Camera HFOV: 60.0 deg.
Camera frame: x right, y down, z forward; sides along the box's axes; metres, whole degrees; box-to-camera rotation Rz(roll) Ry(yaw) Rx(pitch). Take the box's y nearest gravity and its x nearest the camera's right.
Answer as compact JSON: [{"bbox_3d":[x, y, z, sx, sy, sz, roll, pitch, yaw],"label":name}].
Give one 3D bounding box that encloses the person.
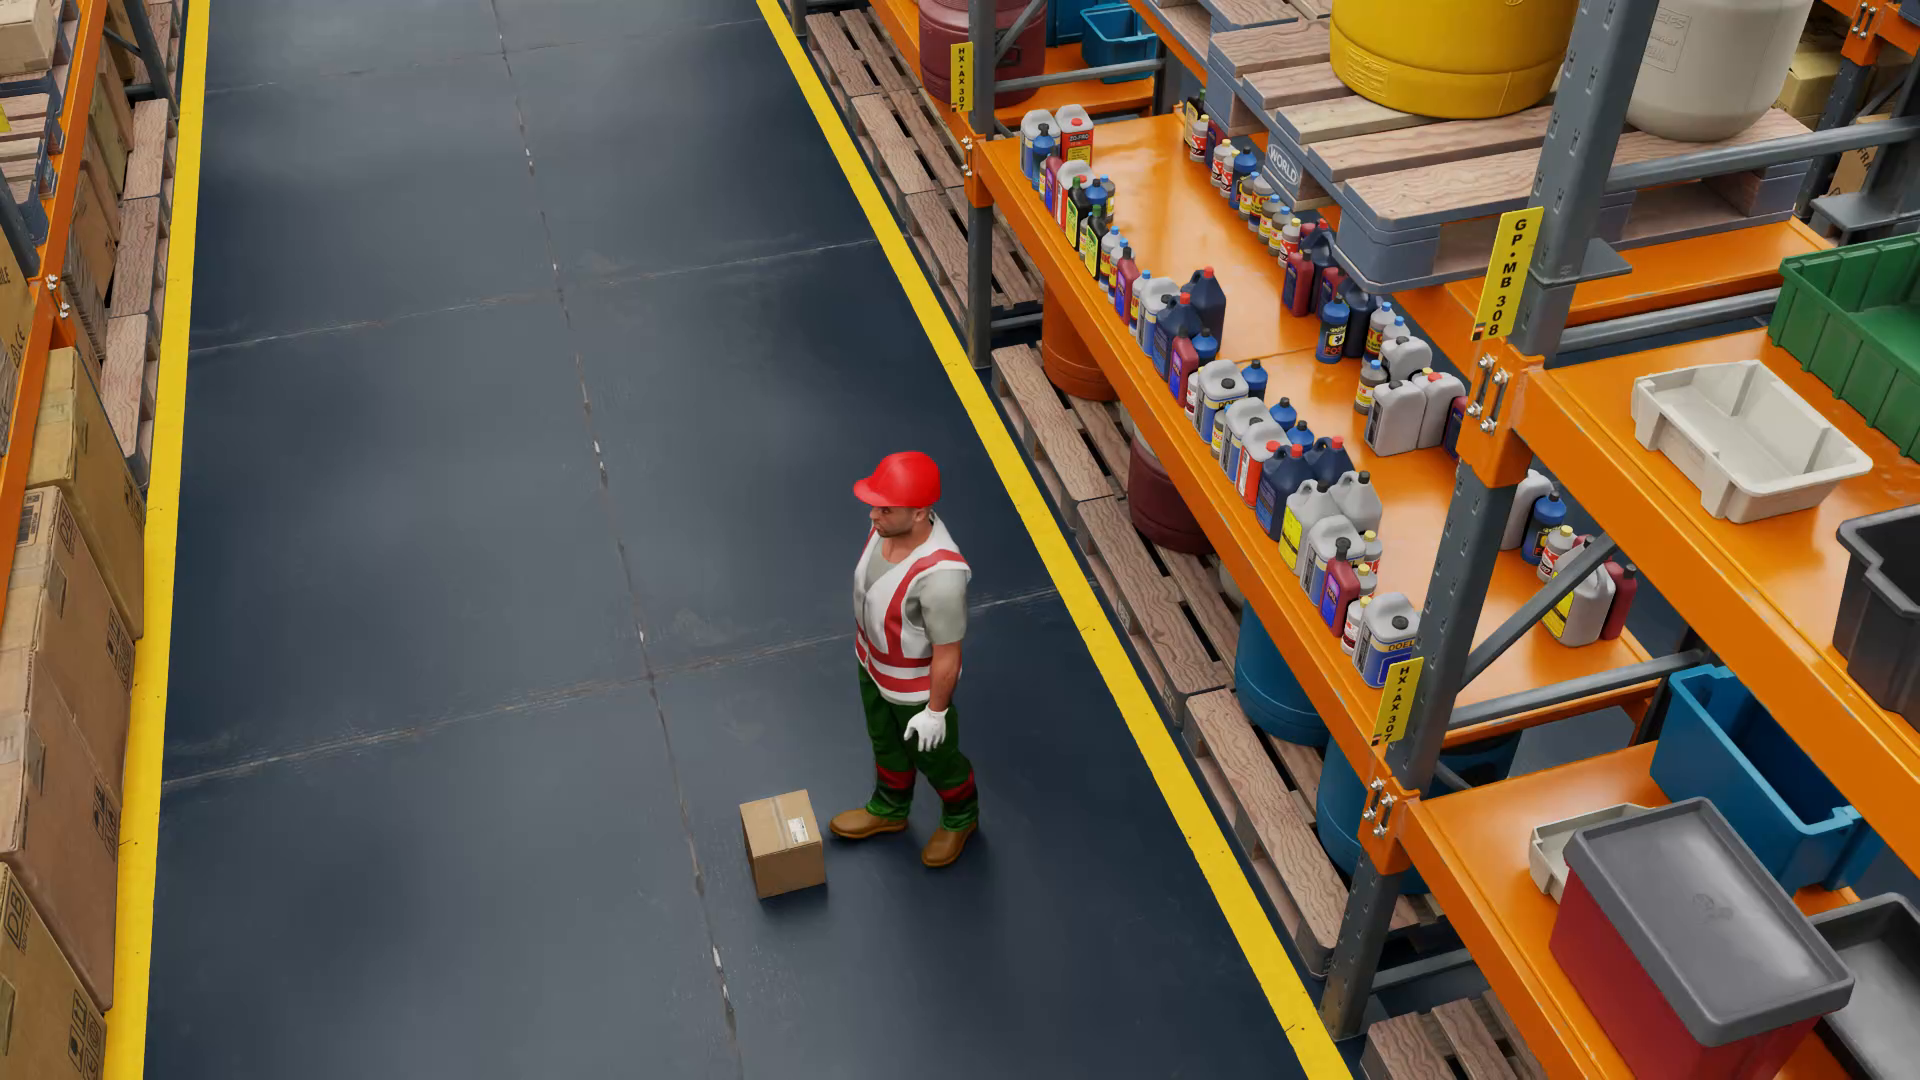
[{"bbox_3d":[-0.195,0.444,5.638,0.516,1.798,0.585,-20,46,-21],"label":"person"}]
